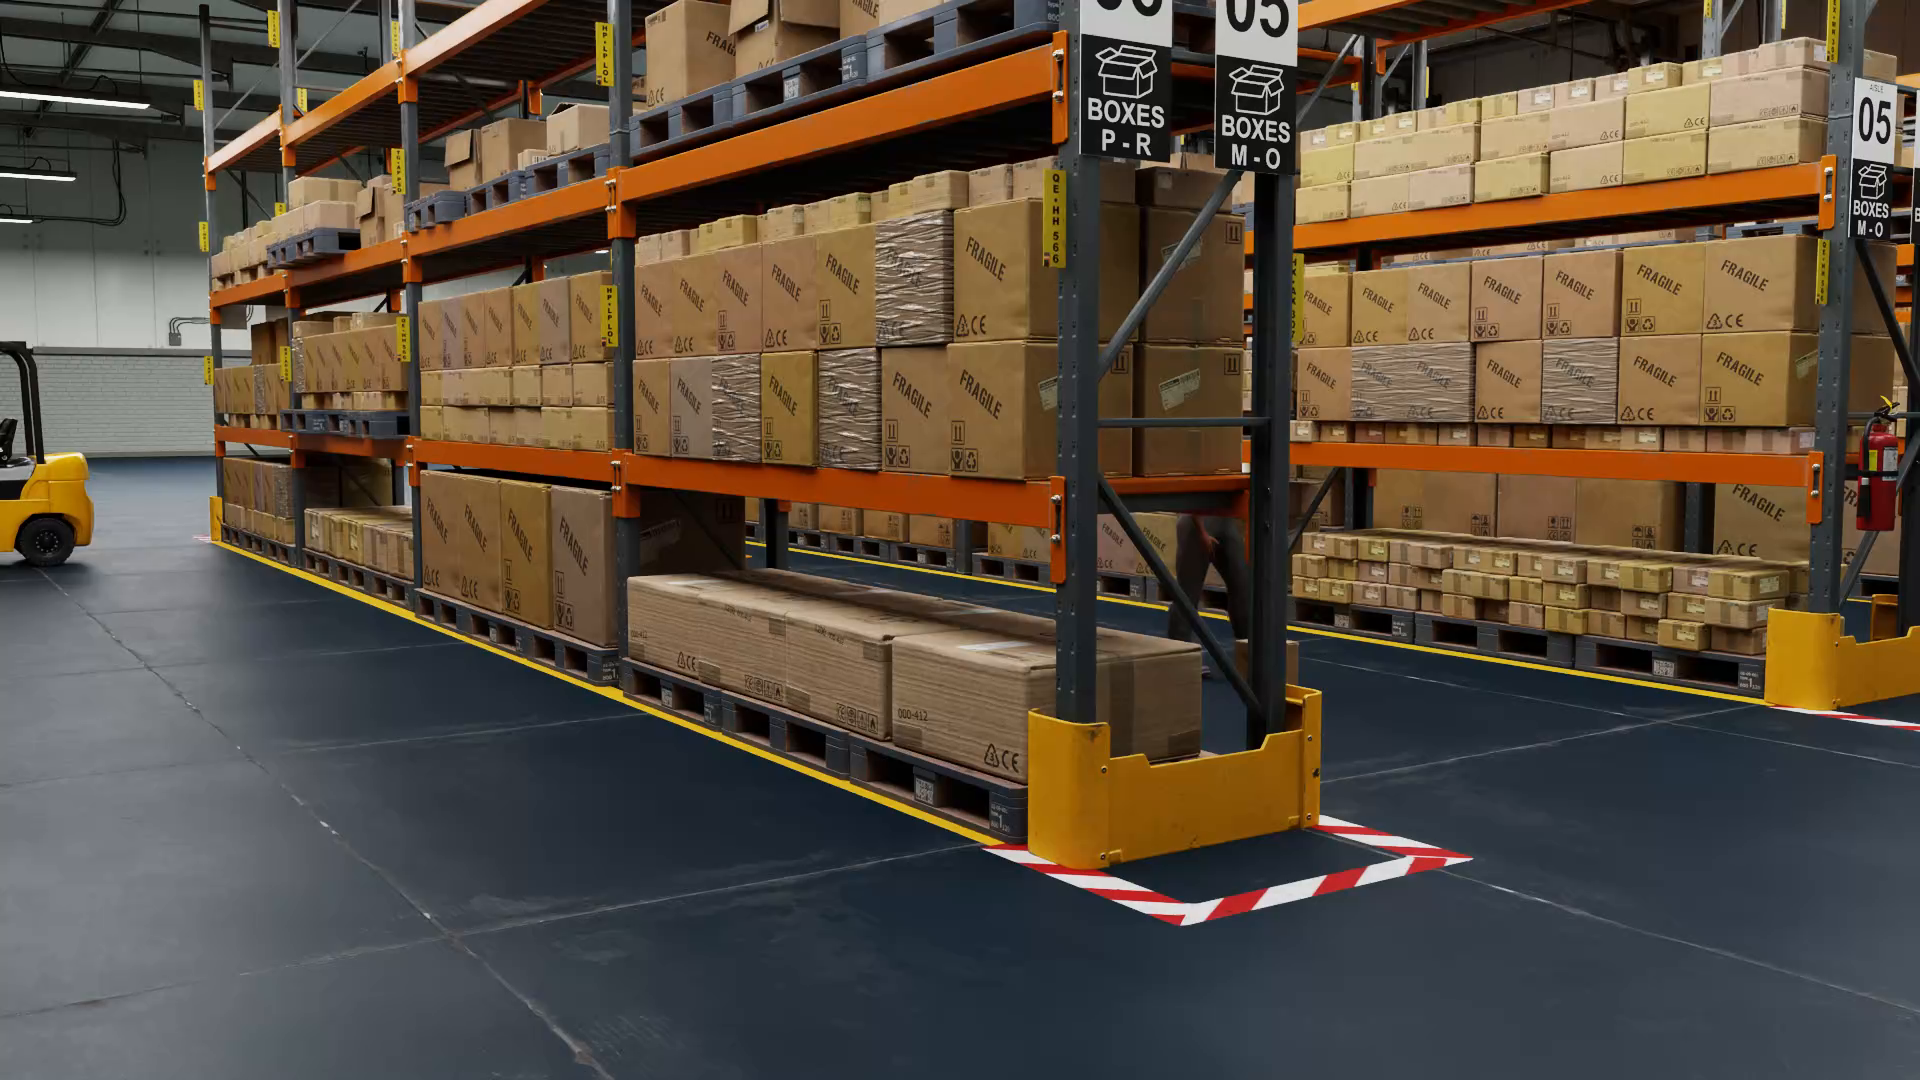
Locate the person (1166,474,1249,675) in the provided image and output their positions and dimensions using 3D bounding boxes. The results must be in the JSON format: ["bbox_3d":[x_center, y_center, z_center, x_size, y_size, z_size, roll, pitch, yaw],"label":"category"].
[{"bbox_3d":[1.538,-0.041,9.634,0.524,1.666,0.550,5,7,45],"label":"person"}]
